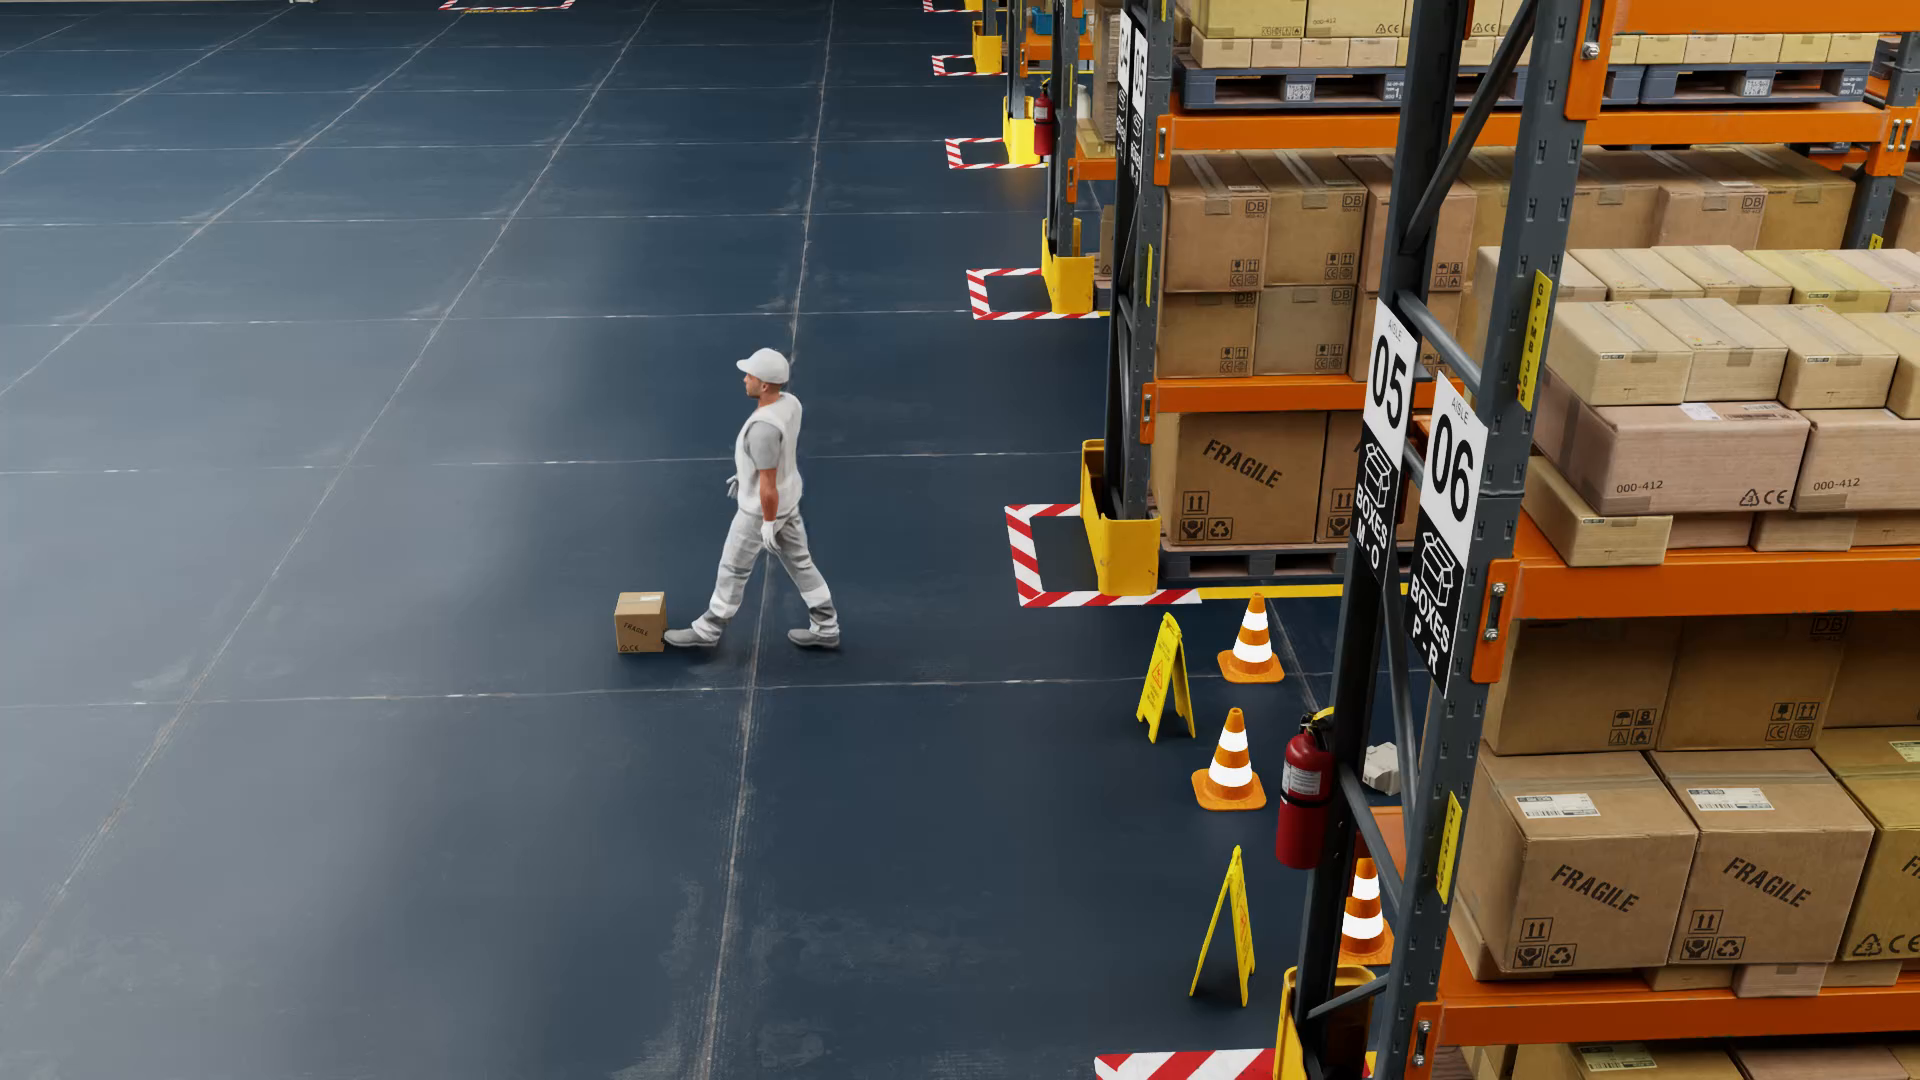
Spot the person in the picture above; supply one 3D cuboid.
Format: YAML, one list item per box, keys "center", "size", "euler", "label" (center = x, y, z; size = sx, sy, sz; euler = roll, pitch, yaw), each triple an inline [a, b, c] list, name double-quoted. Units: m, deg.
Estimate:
- center: [-1.141, -0.219, 8.993]
  size: [0.944, 1.738, 0.568]
  euler: [7, 28, 14]
  label: "person"
